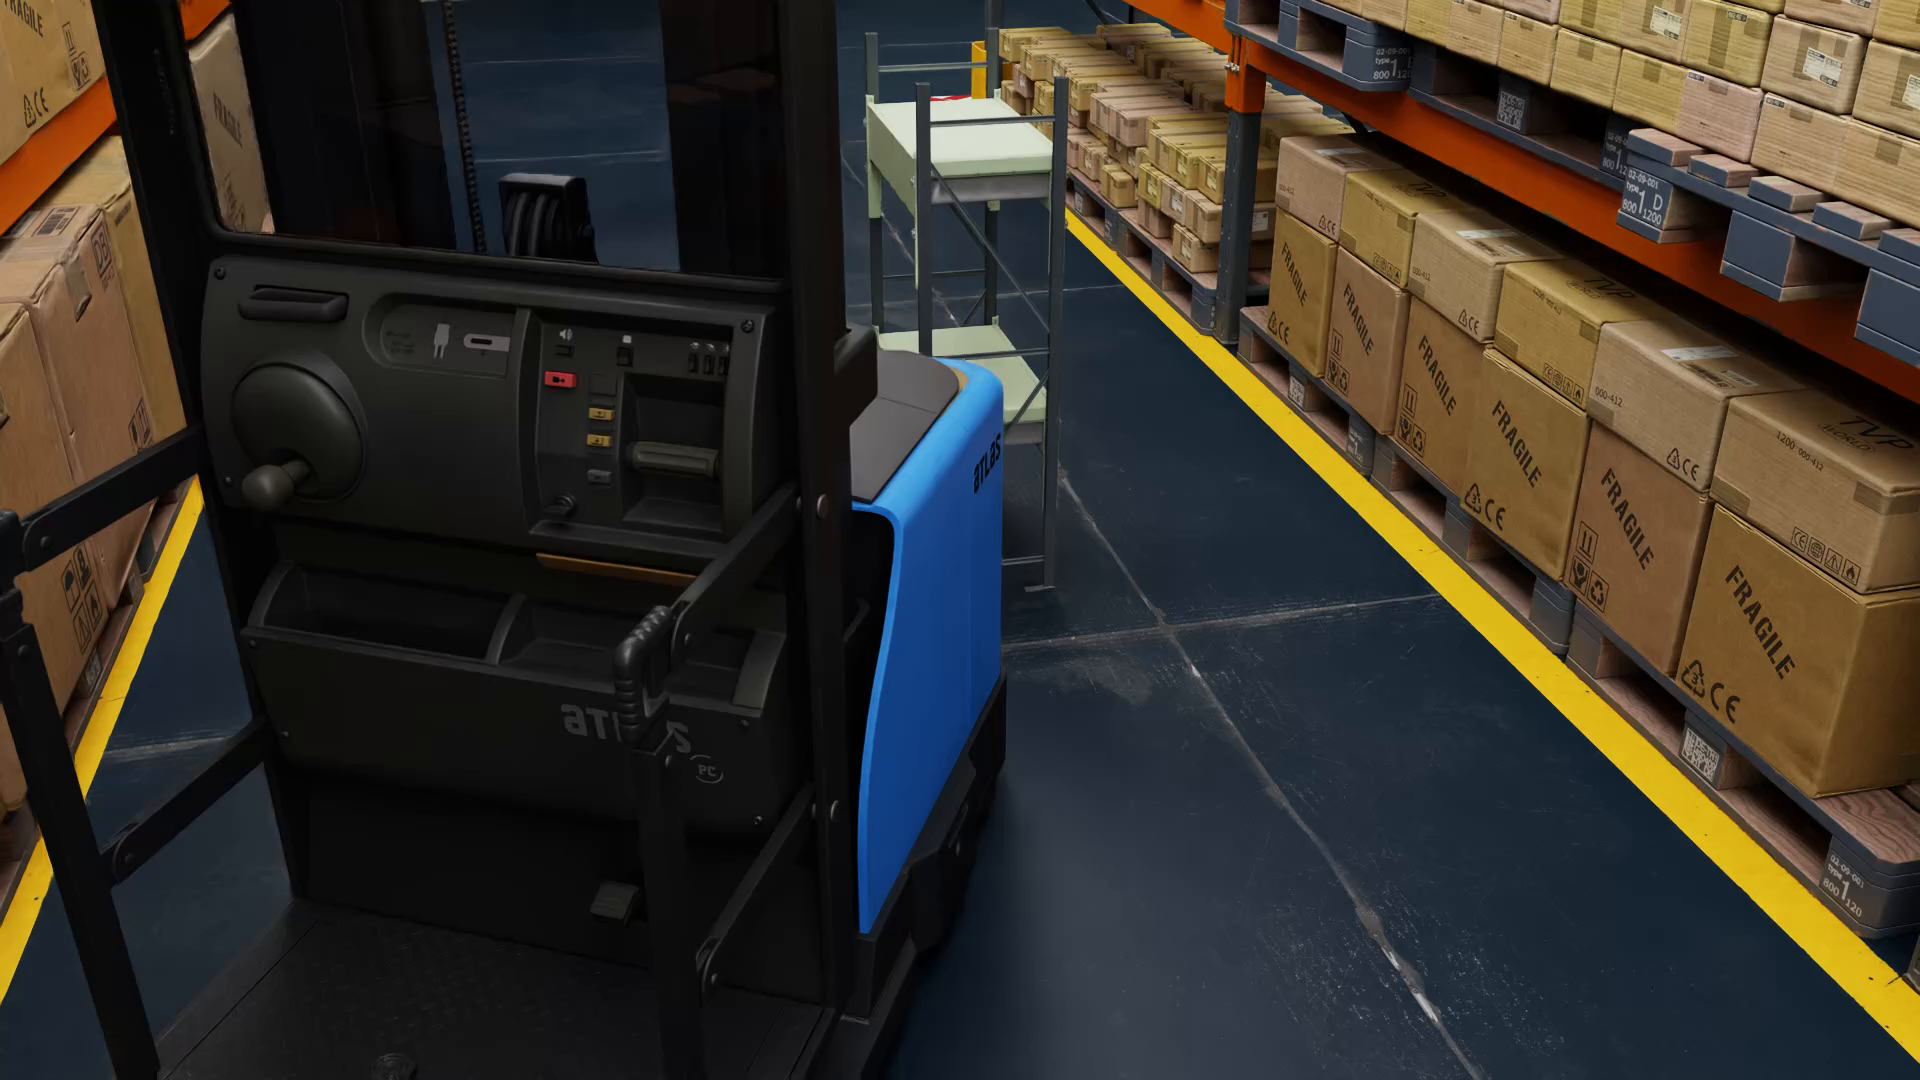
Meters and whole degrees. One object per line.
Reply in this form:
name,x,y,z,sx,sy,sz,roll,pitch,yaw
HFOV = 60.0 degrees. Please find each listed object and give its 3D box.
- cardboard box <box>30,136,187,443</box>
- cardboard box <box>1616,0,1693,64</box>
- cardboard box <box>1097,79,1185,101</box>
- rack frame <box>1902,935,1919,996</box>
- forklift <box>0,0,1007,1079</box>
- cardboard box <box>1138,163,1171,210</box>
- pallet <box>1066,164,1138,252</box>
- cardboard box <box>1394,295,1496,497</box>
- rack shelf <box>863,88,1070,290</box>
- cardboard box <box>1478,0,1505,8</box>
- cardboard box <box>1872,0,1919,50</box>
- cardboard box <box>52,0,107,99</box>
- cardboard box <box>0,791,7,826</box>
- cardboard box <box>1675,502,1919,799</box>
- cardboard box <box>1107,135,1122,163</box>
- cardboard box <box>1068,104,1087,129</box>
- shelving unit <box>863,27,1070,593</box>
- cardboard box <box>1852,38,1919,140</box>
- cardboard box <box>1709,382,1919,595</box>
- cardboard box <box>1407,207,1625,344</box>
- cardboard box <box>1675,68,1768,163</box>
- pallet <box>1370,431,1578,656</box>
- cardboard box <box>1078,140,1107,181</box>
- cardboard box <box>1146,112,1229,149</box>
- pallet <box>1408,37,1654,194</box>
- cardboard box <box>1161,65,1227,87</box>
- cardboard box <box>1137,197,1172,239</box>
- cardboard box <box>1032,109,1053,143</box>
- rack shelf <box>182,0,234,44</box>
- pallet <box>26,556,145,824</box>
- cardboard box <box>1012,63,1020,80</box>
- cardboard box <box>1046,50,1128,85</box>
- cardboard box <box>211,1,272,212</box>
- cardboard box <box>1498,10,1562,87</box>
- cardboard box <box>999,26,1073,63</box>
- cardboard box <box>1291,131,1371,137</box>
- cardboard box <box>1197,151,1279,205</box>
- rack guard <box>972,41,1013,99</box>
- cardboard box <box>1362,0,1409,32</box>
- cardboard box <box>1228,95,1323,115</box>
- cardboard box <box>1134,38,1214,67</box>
cardboard box,-3.140,-0.708,5.216,1.225,0.875,0.875,-6,27,-11
cardboard box,1.718,-1.172,3.726,0.380,0.149,0.250,-6,27,-11
cardboard box,0.903,-2.203,8.323,0.380,0.149,0.250,-6,27,-11
rack frame,2.453,-0.451,2.815,1.000,3.000,0.127,-6,27,-12
forklift,-0.788,-0.162,2.318,1.130,2.935,3.031,7,28,14
cardboard box,1.020,-1.594,7.447,0.380,0.149,0.250,-7,28,-13
pallet,1.087,-1.790,8.563,1.003,0.211,1.213,-6,27,-12
cardboard box,1.712,-0.467,5.154,0.500,0.500,0.500,-5,27,-11
rack shelf,0.002,-1.015,4.730,0.431,0.370,0.720,-6,27,-12
cardboard box,1.547,-1.509,4.394,0.380,0.149,0.250,-6,28,-13
cardboard box,1.896,-0.961,2.977,0.380,0.149,0.250,-7,28,-14
cardboard box,-2.932,-1.615,5.010,0.500,0.500,0.500,-6,27,-11
cardboard box,-2.538,0.464,2.894,1.225,0.875,0.875,-7,28,-14
cardboard box,2.050,0.215,3.804,0.500,0.500,0.500,-6,27,-12
cardboard box,0.942,-1.944,8.140,0.380,0.149,0.250,-7,28,-14
cardboard box,0.770,-2.300,8.846,0.380,0.149,0.250,-7,28,-14
shelving unit,0.002,-0.667,4.906,0.431,1.500,0.755,-6,27,-12
cardboard box,1.898,-0.830,3.048,0.380,0.149,0.250,-5,27,-11
cardboard box,2.043,-0.131,3.657,0.500,0.250,0.500,-7,28,-13
cardboard box,1.694,-0.805,4.991,0.500,0.250,0.500,-5,27,-10
cardboard box,1.781,-0.919,3.554,0.380,0.149,0.250,-5,27,-11
pallet,2.007,-0.084,5.183,1.003,0.211,1.213,-6,27,-12
cardboard box,0.818,-1.938,8.458,0.380,0.149,0.250,-6,27,-12
cardboard box,1.076,-1.856,7.636,0.380,0.149,0.250,-5,27,-10
pallet,1.967,-1.231,4.572,1.003,0.211,1.213,-6,27,-12
cardboard box,1.262,-2.361,8.636,0.380,0.149,0.250,-7,28,-13
cardboard box,1.032,-1.492,7.574,0.380,0.149,0.250,-7,28,-13
cardboard box,0.608,-2.277,9.131,0.380,0.149,0.250,-6,27,-11
rack shelf,-3.755,-2.305,7.286,1.077,0.370,4.000,-6,27,-12
pallet,-2.778,0.365,4.294,1.003,0.211,1.213,-6,27,-12
cardboard box,0.518,-2.755,9.747,0.380,0.149,0.250,-5,27,-9
cardboard box,0.685,-2.546,9.004,0.380,0.149,0.250,-7,28,-14
cardboard box,-3.778,-2.071,7.916,0.875,0.875,0.875,-6,27,-12
cardboard box,1.610,-1.260,4.231,0.380,0.149,0.250,-5,27,-10
cardboard box,0.437,-2.879,9.663,0.380,0.149,0.250,-7,28,-14
cardboard box,1.671,-1.687,7.301,0.380,0.149,0.250,-5,27,-9
cardboard box,1.218,-1.517,6.965,0.380,0.149,0.250,-5,27,-10
rack guard,0.667,-2.814,10.271,1.175,0.500,0.348,-6,27,-12
cardboard box,1.426,-1.610,4.923,0.380,0.149,0.250,-7,28,-14
cardboard box,1.507,-2.025,7.971,0.380,0.149,0.250,-5,27,-10
cardboard box,1.199,-2.720,9.348,0.380,0.149,0.250,-7,28,-13
